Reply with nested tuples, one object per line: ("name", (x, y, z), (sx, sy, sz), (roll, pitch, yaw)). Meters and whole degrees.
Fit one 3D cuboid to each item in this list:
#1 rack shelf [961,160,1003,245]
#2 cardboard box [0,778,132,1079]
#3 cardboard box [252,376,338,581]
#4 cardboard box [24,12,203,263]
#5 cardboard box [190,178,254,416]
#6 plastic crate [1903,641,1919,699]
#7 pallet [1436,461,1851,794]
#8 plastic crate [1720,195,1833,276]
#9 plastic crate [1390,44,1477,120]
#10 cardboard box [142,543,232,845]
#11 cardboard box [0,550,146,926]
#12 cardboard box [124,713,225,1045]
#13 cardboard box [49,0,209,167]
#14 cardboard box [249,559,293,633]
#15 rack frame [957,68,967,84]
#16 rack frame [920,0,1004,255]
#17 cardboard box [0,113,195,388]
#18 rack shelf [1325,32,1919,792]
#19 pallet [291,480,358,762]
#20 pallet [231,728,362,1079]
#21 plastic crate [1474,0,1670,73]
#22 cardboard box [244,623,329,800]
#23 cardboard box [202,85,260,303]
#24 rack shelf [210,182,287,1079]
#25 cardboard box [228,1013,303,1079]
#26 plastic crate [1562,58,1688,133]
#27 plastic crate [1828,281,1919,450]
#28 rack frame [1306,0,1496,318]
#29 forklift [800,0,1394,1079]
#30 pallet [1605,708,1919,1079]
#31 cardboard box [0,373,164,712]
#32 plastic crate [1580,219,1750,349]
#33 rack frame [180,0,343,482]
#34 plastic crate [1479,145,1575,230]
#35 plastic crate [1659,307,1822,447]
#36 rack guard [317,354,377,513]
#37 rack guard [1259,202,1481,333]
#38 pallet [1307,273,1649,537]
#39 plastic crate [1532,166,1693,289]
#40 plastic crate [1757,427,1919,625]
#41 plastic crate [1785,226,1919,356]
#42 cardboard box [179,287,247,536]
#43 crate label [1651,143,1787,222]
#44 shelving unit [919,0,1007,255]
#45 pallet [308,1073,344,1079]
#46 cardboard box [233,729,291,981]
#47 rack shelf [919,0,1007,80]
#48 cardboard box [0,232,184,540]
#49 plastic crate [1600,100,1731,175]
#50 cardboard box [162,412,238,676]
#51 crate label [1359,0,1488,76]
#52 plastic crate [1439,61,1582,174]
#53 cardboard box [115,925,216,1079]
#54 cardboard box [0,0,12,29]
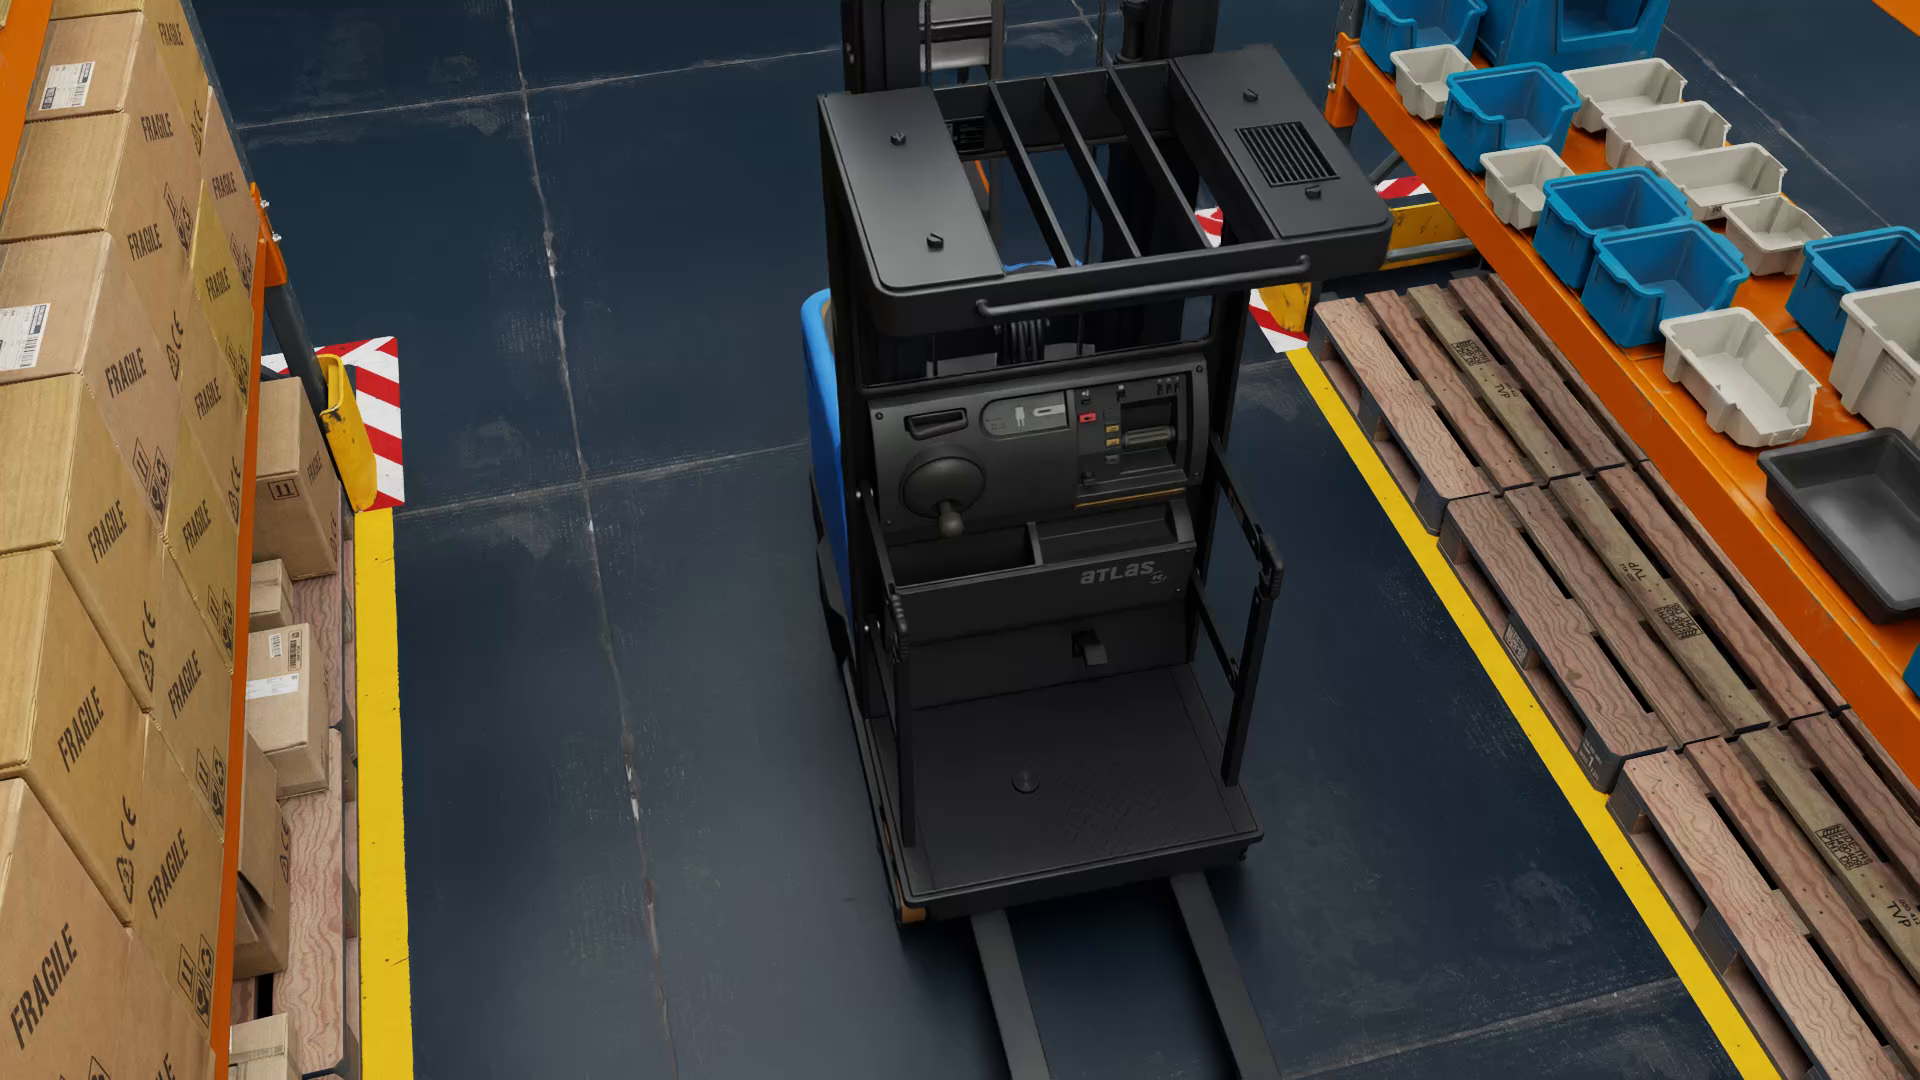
("rack shelf", (-0.118, -1.092, 5.869), (0.431, 0.518, 0.480), (-9, 46, -9))
("cardboard box", (-1.685, 0.765, 2.630), (0.500, 0.500, 0.500), (-10, 46, -9))
("cardboard box", (-2.483, -0.184, 5.772), (0.500, 0.500, 0.500), (-11, 47, -10))
("cardboard box", (-2.351, -1.014, 4.374), (0.500, 0.500, 0.500), (-10, 46, -9))
("cardboard box", (-2.347, -0.653, 4.720), (0.500, 0.500, 0.500), (-10, 46, -10))
("plastic crate", (2.503, 0.348, 3.778), (0.392, 0.384, 0.575), (-11, 47, -10))
("pallet", (2.411, 0.255, 5.852), (1.003, 0.211, 1.213), (-11, 47, -10))
("plastic crate", (2.561, -0.945, 5.219), (0.298, 0.136, 0.250), (-11, 47, -10))
("plastic crate", (1.676, -1.599, 5.860), (0.250, 0.136, 0.298), (-11, 47, -10))
("cardboard box", (-1.964, 0.391, 3.696), (0.500, 0.500, 0.500), (-11, 47, -11))
("cardboard box", (-1.818, 0.409, 2.979), (0.500, 0.500, 0.500), (-12, 47, -12))
("cardboard box", (-1.838, 0.737, 3.357), (0.500, 0.500, 0.500), (-10, 46, -10))
("cardboard box", (-2.481, -1.363, 4.715), (0.500, 0.500, 0.500), (-11, 47, -11))
("cardboard box", (-2.467, 0.229, 5.601), (0.380, 0.166, 0.250), (-11, 47, -10))
("rack frame", (-0.171, -1.272, 6.026), (0.400, 2.100, 0.015), (-9, 46, -9))
("rack frame", (-0.064, -0.931, 5.693), (0.400, 2.100, 0.015), (-9, 46, -9))
("cardboard box", (-2.214, -0.657, 4.024), (0.500, 0.500, 0.500), (-10, 46, -9))
("rack shelf", (2.441, -0.505, 5.149), (1.077, 0.370, 4.000), (-11, 47, -10))
("pallet", (-2.636, 0.344, 5.765), (1.003, 0.211, 1.213), (-11, 47, -10))
("pallet", (-2.327, 1.185, 4.941), (1.003, 0.211, 1.213), (-11, 47, -10))
("plastic crate", (2.195, -1.974, 6.018), (0.616, 0.435, 0.499), (-11, 47, -10))
("cardboard box", (-2.269, 0.565, 5.213), (0.500, 0.250, 0.500), (-11, 47, -10))
("cardboard box", (-2.483, -1.010, 5.070), (0.500, 0.500, 0.500), (-9, 46, -9))
("rack shelf", (-2.349, 0.398, 4.264), (1.077, 0.370, 4.000), (-11, 47, -10))
("cardboard box", (-1.966, 1.440, 4.415), (0.380, 0.166, 0.250), (-11, 47, -10))
("plastic crate", (2.312, -1.537, 5.798), (0.396, 0.136, 0.243), (-11, 47, -10))
("plastic crate", (2.740, -0.444, 4.626), (0.437, 0.282, 0.530), (-11, 47, -10))
("rack frame", (1.929, -2.138, 6.245), (1.000, 3.000, 0.127), (-11, 47, -10))
("forklift", (0.272, -0.156, 4.351), (1.130, 2.935, 3.031), (-9, 46, -9))
("pallet", (2.727, 1.099, 5.025), (1.003, 0.211, 1.213), (-11, 47, -10))
("cardboard box", (-1.949, 0.054, 3.327), (0.500, 0.500, 0.500), (-12, 47, -11))
("plastic crate", (2.087, -0.754, 4.963), (0.416, 0.233, 0.300), (-11, 47, -10))
("rack frame", (-2.861, -1.235, 5.360), (1.000, 3.000, 0.127), (-11, 47, -10))
("plastic crate", (1.849, -1.131, 5.401), (0.250, 0.136, 0.298), (-11, 47, -10))
("plastic crate", (2.216, -0.452, 4.736), (0.293, 0.136, 0.466), (-11, 47, -10))
("rack guard", (-2.841, -0.308, 6.201), (1.175, 0.500, 0.348), (-11, 47, -10))
("rack guard", (1.910, -1.277, 7.152), (1.175, 0.500, 0.348), (-11, 47, -10))
("pallet", (2.102, -0.586, 6.676), (1.003, 0.211, 1.213), (-11, 47, -10))
("plastic crate", (2.011, -0.961, 5.166), (0.416, 0.233, 0.300), (-11, 47, -10))
("plastic crate", (2.406, -0.025, 4.325), (0.437, 0.125, 0.590), (-11, 47, -10))
("plastic crate", (2.702, -0.729, 4.940), (0.416, 0.233, 0.300), (-11, 47, -10))
("cardboard box", (-2.224, -0.307, 4.381), (0.500, 0.500, 0.500), (-10, 46, -10))
("crate label", (2.467, -1.146, 5.416), (0.396, 0.136, 0.243), (-11, 47, -10))
("shelving unit", (-0.118, -1.102, 5.859), (0.431, 2.100, 0.503), (-9, 46, -9))
("pallet", (-2.012, 2.028, 4.114), (1.003, 0.211, 1.213), (-11, 47, -10))
("cardboard box", (-2.323, 0.950, 4.658), (0.797, 0.503, 0.637), (-11, 47, -10))
("rack shelf", (-0.118, -1.582, 5.369), (0.431, 0.518, 0.480), (-9, 46, -9))
("cardboard box", (-2.082, -0.303, 3.676), (0.500, 0.500, 0.500), (-9, 46, -9))
("plastic crate", (2.373, -1.334, 5.600), (0.396, 0.136, 0.243), (-11, 47, -10))
("cardboard box", (-2.095, 0.040, 4.040), (0.500, 0.500, 0.500), (-11, 47, -11))
("crate label", (1.673, -1.870, 6.057), (0.416, 0.233, 0.303), (-11, 47, -10))
("plastic crate", (1.842, -1.415, 5.612), (0.416, 0.233, 0.300), (-11, 47, -10))
("cardboard box", (-1.704, 1.090, 3.012), (0.500, 0.500, 0.500), (-10, 46, -9))
("cardboard box", (-2.216, -1.236, 3.366), (0.500, 0.250, 0.500), (-11, 47, -10))
